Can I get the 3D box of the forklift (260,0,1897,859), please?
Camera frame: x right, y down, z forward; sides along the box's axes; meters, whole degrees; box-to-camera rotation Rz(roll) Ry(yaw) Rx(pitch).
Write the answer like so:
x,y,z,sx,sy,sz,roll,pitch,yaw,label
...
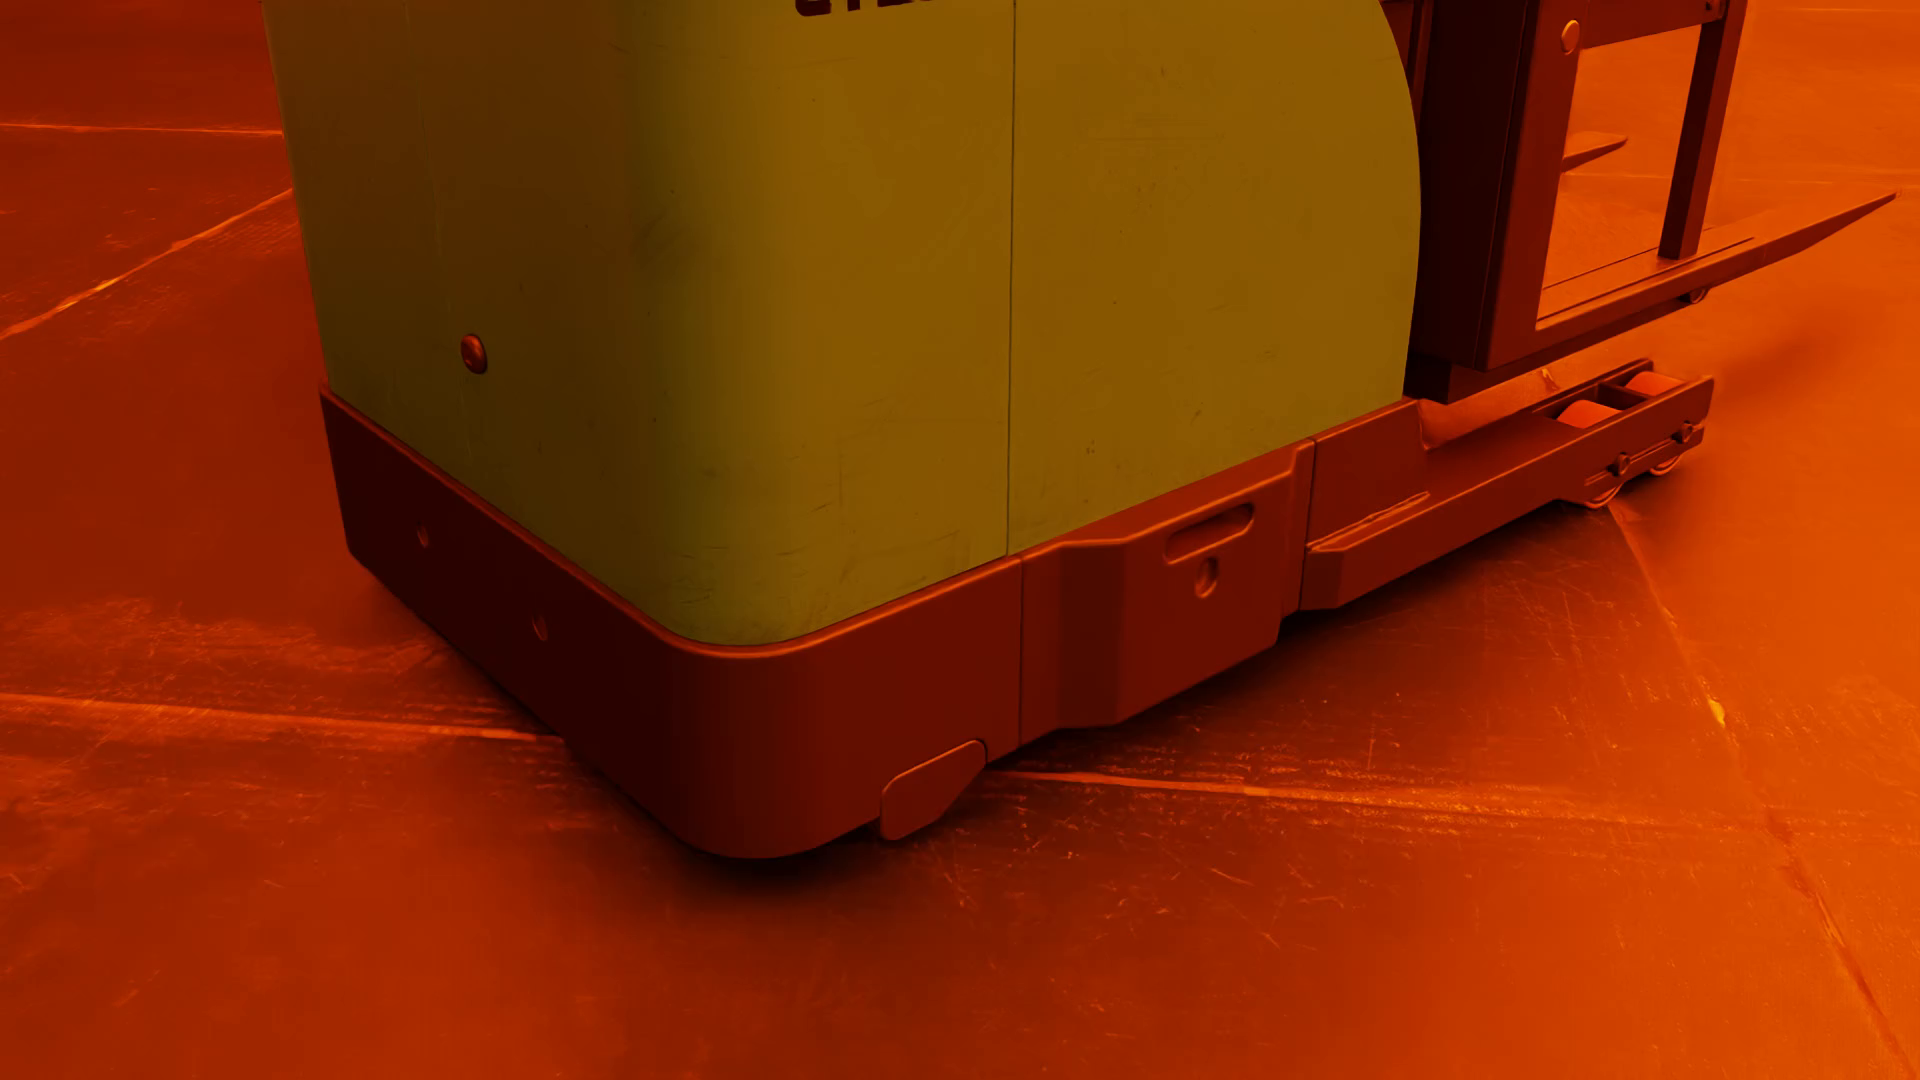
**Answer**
x,y,z,sx,sy,sz,roll,pitch,yaw,label
0.589,-1.520,2.263,3.031,2.935,1.130,-21,33,-36,forklift
